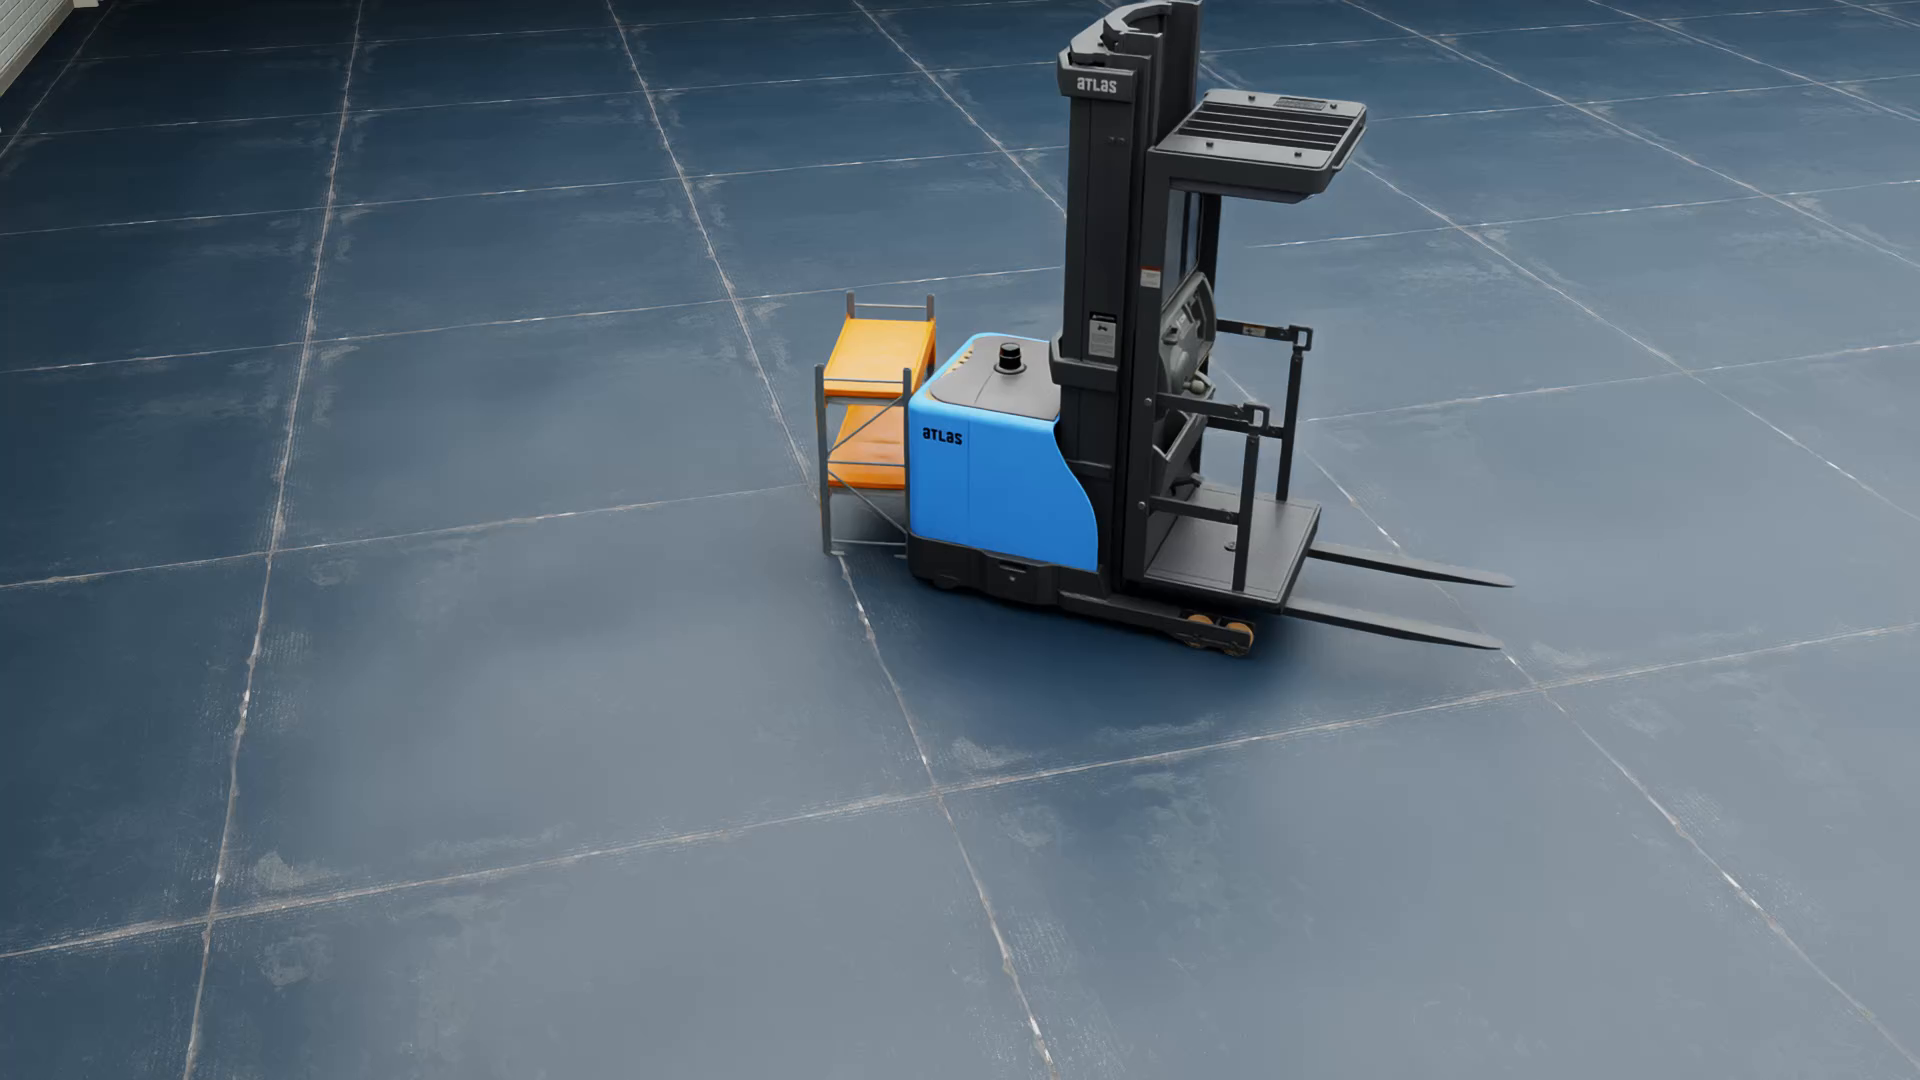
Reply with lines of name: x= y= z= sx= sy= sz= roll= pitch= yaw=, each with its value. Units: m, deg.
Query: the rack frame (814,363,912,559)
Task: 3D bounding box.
rack frame: x=-0.499 y=-0.403 z=8.824 sx=0.500 sy=1.125 sz=0.032 roll=3 pitch=30 yaw=5

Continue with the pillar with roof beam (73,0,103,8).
pillar with roof beam: x=-6.811 y=-11.205 z=19.626 sx=9.100 sy=9.000 sz=0.400 roll=-8 pitch=31 yaw=-13

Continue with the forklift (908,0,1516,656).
forklift: x=1.294 y=-0.994 z=8.041 sx=3.031 sy=2.935 sz=1.130 roll=11 pitch=32 yaw=19

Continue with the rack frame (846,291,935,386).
rack frame: x=-0.394 y=-0.910 z=9.699 sx=0.500 sy=1.125 sz=0.032 roll=3 pitch=30 yaw=5

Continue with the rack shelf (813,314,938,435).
rack shelf: x=-0.447 y=-0.910 z=9.115 sx=0.538 sy=0.278 sz=1.000 roll=3 pitch=30 yaw=5

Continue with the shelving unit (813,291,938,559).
shelving unit: x=-0.447 y=-0.657 z=9.262 sx=0.538 sy=1.125 sz=1.048 roll=3 pitch=30 yaw=5

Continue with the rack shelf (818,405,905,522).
rack shelf: x=-0.447 y=-0.445 z=9.384 sx=0.538 sy=0.278 sz=1.000 roll=3 pitch=30 yaw=5
